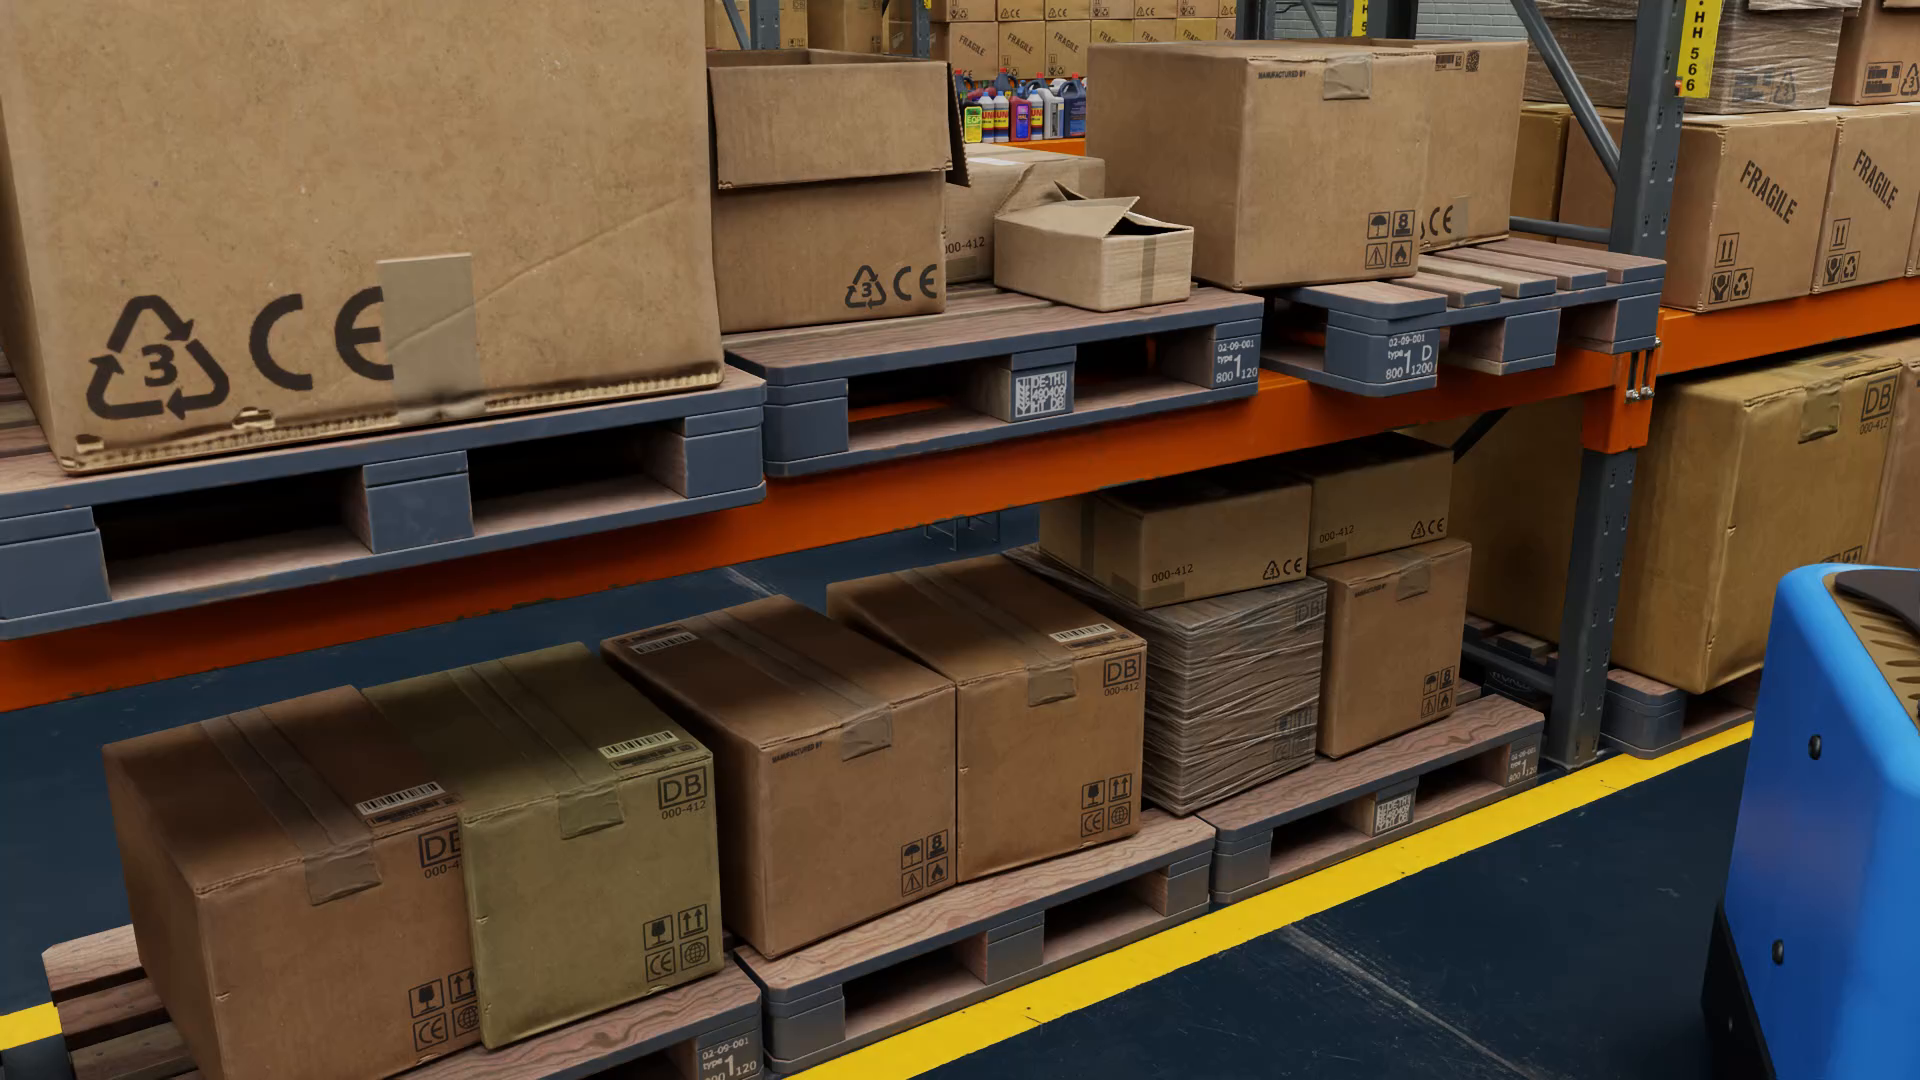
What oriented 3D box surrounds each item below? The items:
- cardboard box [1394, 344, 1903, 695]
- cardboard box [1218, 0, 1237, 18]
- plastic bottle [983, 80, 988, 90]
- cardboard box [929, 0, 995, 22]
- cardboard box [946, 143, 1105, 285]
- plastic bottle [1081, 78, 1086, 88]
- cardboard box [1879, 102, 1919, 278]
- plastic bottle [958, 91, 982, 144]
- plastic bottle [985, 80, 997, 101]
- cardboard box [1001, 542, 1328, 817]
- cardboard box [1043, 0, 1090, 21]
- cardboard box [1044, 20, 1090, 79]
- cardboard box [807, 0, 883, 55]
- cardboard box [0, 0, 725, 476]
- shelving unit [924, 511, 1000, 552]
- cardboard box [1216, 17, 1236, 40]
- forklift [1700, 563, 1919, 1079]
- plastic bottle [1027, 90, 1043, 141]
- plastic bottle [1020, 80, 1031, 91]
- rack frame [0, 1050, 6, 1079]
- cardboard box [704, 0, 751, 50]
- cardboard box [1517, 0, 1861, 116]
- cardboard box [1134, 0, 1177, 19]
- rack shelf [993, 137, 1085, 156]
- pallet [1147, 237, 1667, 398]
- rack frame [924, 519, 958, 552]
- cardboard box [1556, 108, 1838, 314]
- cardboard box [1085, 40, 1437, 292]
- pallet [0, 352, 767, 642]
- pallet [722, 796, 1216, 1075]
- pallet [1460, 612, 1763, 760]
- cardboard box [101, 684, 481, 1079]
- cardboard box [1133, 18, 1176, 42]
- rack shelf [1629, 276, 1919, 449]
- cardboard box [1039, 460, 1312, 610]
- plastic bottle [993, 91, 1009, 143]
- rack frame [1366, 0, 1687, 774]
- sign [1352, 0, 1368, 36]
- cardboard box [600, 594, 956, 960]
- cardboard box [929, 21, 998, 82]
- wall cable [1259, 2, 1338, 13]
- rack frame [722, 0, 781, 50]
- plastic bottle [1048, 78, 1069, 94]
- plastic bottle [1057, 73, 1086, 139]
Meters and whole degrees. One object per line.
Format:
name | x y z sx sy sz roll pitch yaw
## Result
cardboard box | 2.110 -0.204 5.328 0.875 0.875 1.225 -13 23 -34
cardboard box | 2.538 -5.325 16.094 0.500 0.500 0.500 -12 22 -32
plastic bottle | 0.121 -2.608 9.959 0.133 0.283 0.061 -12 22 -31
cardboard box | -0.034 -4.780 14.482 0.500 0.500 0.500 -11 22 -30
cardboard box | -0.004 -0.790 3.977 0.500 0.250 0.500 -13 22 -33
plastic bottle | 0.769 -2.724 10.312 0.135 0.276 0.152 -12 22 -31
cardboard box | 2.933 -1.139 5.274 0.500 0.500 0.500 -12 22 -32
plastic bottle | 0.053 -2.289 9.014 0.133 0.283 0.061 -12 22 -31
plastic bottle | 0.155 -2.592 9.910 0.133 0.283 0.061 -12 22 -31
cardboard box | 0.517 0.304 4.377 0.500 0.500 0.700 -14 23 -36
cardboard box | 0.826 -4.961 15.019 0.500 0.500 0.500 -13 22 -33
cardboard box | 0.838 -4.494 15.197 0.500 0.500 0.500 -12 22 -32
cardboard box | -1.101 -4.474 14.482 0.700 0.500 0.500 14 23 35
cardboard box | -1.078 -0.777 2.767 1.000 1.000 1.000 -12 22 -31
shelving unit | 0.007 -0.428 6.605 0.210 0.900 0.258 -12 22 -31
cardboard box | 2.534 -4.851 16.255 0.500 0.500 0.500 -11 22 -30
forklift | 2.943 -0.067 2.365 3.031 2.935 1.130 5 19 14
plastic bottle | 0.413 -2.366 9.261 0.097 0.271 0.097 0 19 0
plastic bottle | 0.382 -2.651 10.102 0.097 0.271 0.097 0 19 0
rack frame | -1.819 -0.191 2.628 0.127 3.000 1.000 -12 22 -31
cardboard box | -2.024 -4.170 13.583 0.700 0.500 0.500 16 24 39
cardboard box | 2.141 -1.543 4.903 0.637 0.503 0.797 -11 22 -30
cardboard box | 1.686 -5.143 15.556 0.500 0.500 0.500 -11 22 -30
rack shelf | 0.468 -2.232 9.788 4.000 0.370 1.077 -12 22 -31
pallet | 0.985 -0.651 4.287 1.003 0.211 1.213 -12 22 -31
rack frame | -0.078 -0.410 6.552 0.006 0.900 0.240 -12 22 -31
cardboard box | 2.077 -0.956 4.734 0.500 0.500 0.500 -11 22 -30
cardboard box | 0.682 -0.911 3.945 0.500 0.500 0.700 -8 20 -23
pallet | -1.101 -0.196 2.941 1.213 0.211 1.003 -12 22 -31
pallet | -0.150 0.776 4.120 1.213 0.211 1.003 -12 22 -31
pallet | 2.222 0.306 5.509 1.213 0.211 1.003 -12 22 -31
cardboard box | -1.294 0.682 3.260 0.500 0.500 0.700 -14 23 -36
cardboard box | 1.683 -4.672 15.726 0.500 0.500 0.500 -12 22 -31
rack shelf | 3.192 -0.907 5.869 4.000 0.370 1.077 -12 22 -31
cardboard box | 0.541 -0.053 4.264 0.500 0.250 0.500 -9 21 -25
plastic bottle | 0.221 -2.326 9.141 0.097 0.271 0.097 0 19 0
rack frame | 1.522 -0.896 4.712 0.127 3.000 1.000 -12 22 -31
sign | 1.214 -1.592 4.964 0.005 0.325 0.100 -12 22 -31
cardboard box | -0.418 0.504 3.786 0.500 0.500 0.700 -14 23 -36
cardboard box | -0.007 -4.315 14.669 0.500 0.500 0.500 -11 22 -30
wall cable | 4.951 -8.552 22.837 0.112 2.526 3.097 -12 22 -31
rack frame | -1.202 -2.221 8.630 0.127 3.000 1.000 -12 22 -31
plastic bottle | 0.575 -2.683 10.191 0.135 0.276 0.152 -12 22 -31
plastic bottle | 0.631 -2.459 9.411 0.185 0.351 0.144 -12 22 -31
